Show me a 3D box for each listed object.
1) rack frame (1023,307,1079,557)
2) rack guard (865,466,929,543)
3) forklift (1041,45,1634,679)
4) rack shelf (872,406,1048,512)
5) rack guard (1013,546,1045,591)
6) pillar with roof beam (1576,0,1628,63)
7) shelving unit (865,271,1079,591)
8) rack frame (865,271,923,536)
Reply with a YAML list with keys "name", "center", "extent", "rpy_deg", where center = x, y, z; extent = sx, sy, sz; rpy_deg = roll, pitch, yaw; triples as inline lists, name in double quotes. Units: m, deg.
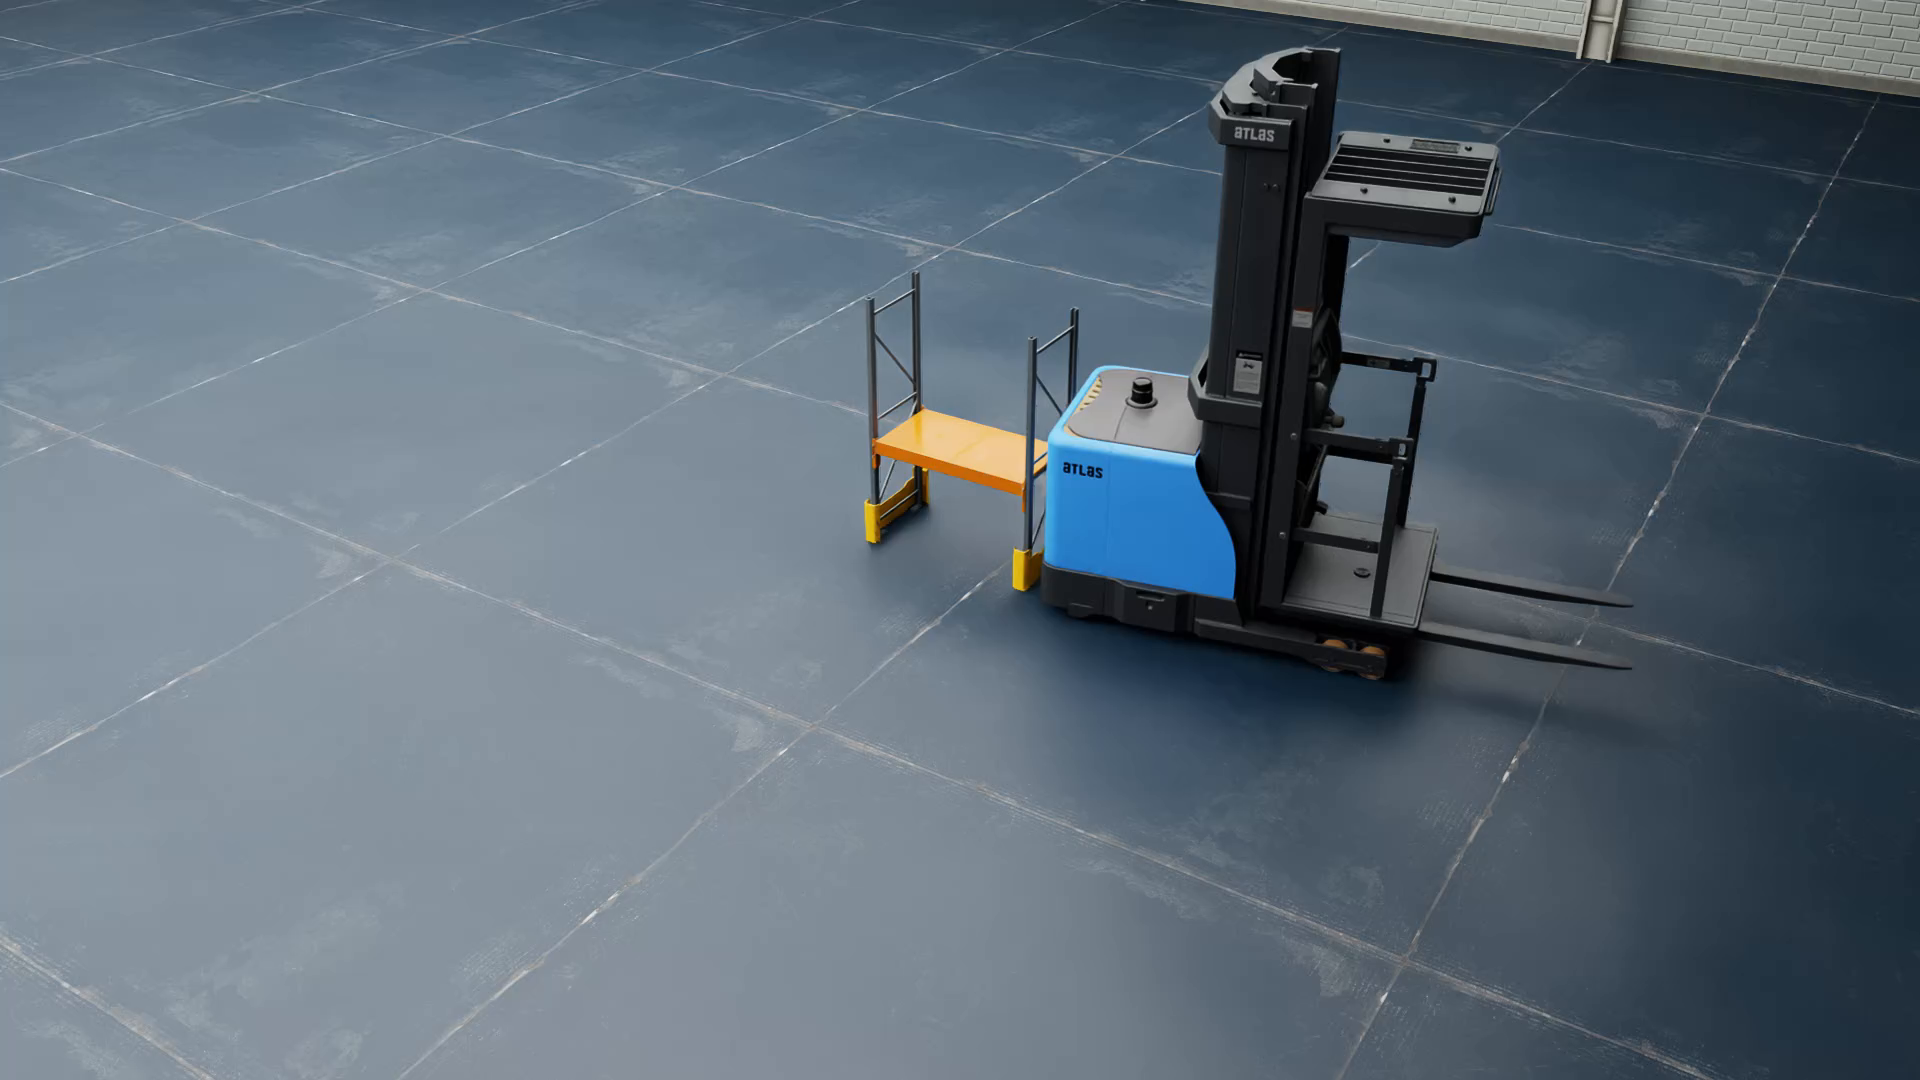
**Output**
- name: "rack frame"
  center: [0.494, -0.492, 9.104]
  extent: [0.032, 1.500, 0.500]
  rpy_deg: [17, 34, 27]
- name: "rack guard"
  center: [-0.370, -0.221, 9.881]
  extent: [0.087, 0.250, 0.587]
  rpy_deg: [17, 34, 27]
- name: "forklift"
  center: [2.013, -0.854, 8.306]
  extent: [3.031, 2.935, 1.130]
  rpy_deg: [10, 32, 17]
- name: "rack shelf"
  center: [0.061, -0.471, 9.426]
  extent: [1.000, 0.185, 0.538]
  rpy_deg: [17, 34, 27]
- name: "rack guard"
  center: [0.477, 0.043, 9.428]
  extent: [0.087, 0.250, 0.587]
  rpy_deg: [17, 34, 27]
- name: "pillar with roof beam"
  center: [5.133, -7.673, 13.973]
  extent: [0.400, 9.000, 9.100]
  rpy_deg: [18, 35, 27]
- name: "shelving unit"
  center: [0.054, -0.629, 9.340]
  extent: [1.083, 1.500, 0.587]
  rpy_deg: [17, 34, 27]
- name: "rack frame"
  center: [-0.371, -0.761, 9.567]
  extent: [0.032, 1.500, 0.500]
  rpy_deg: [17, 34, 27]
